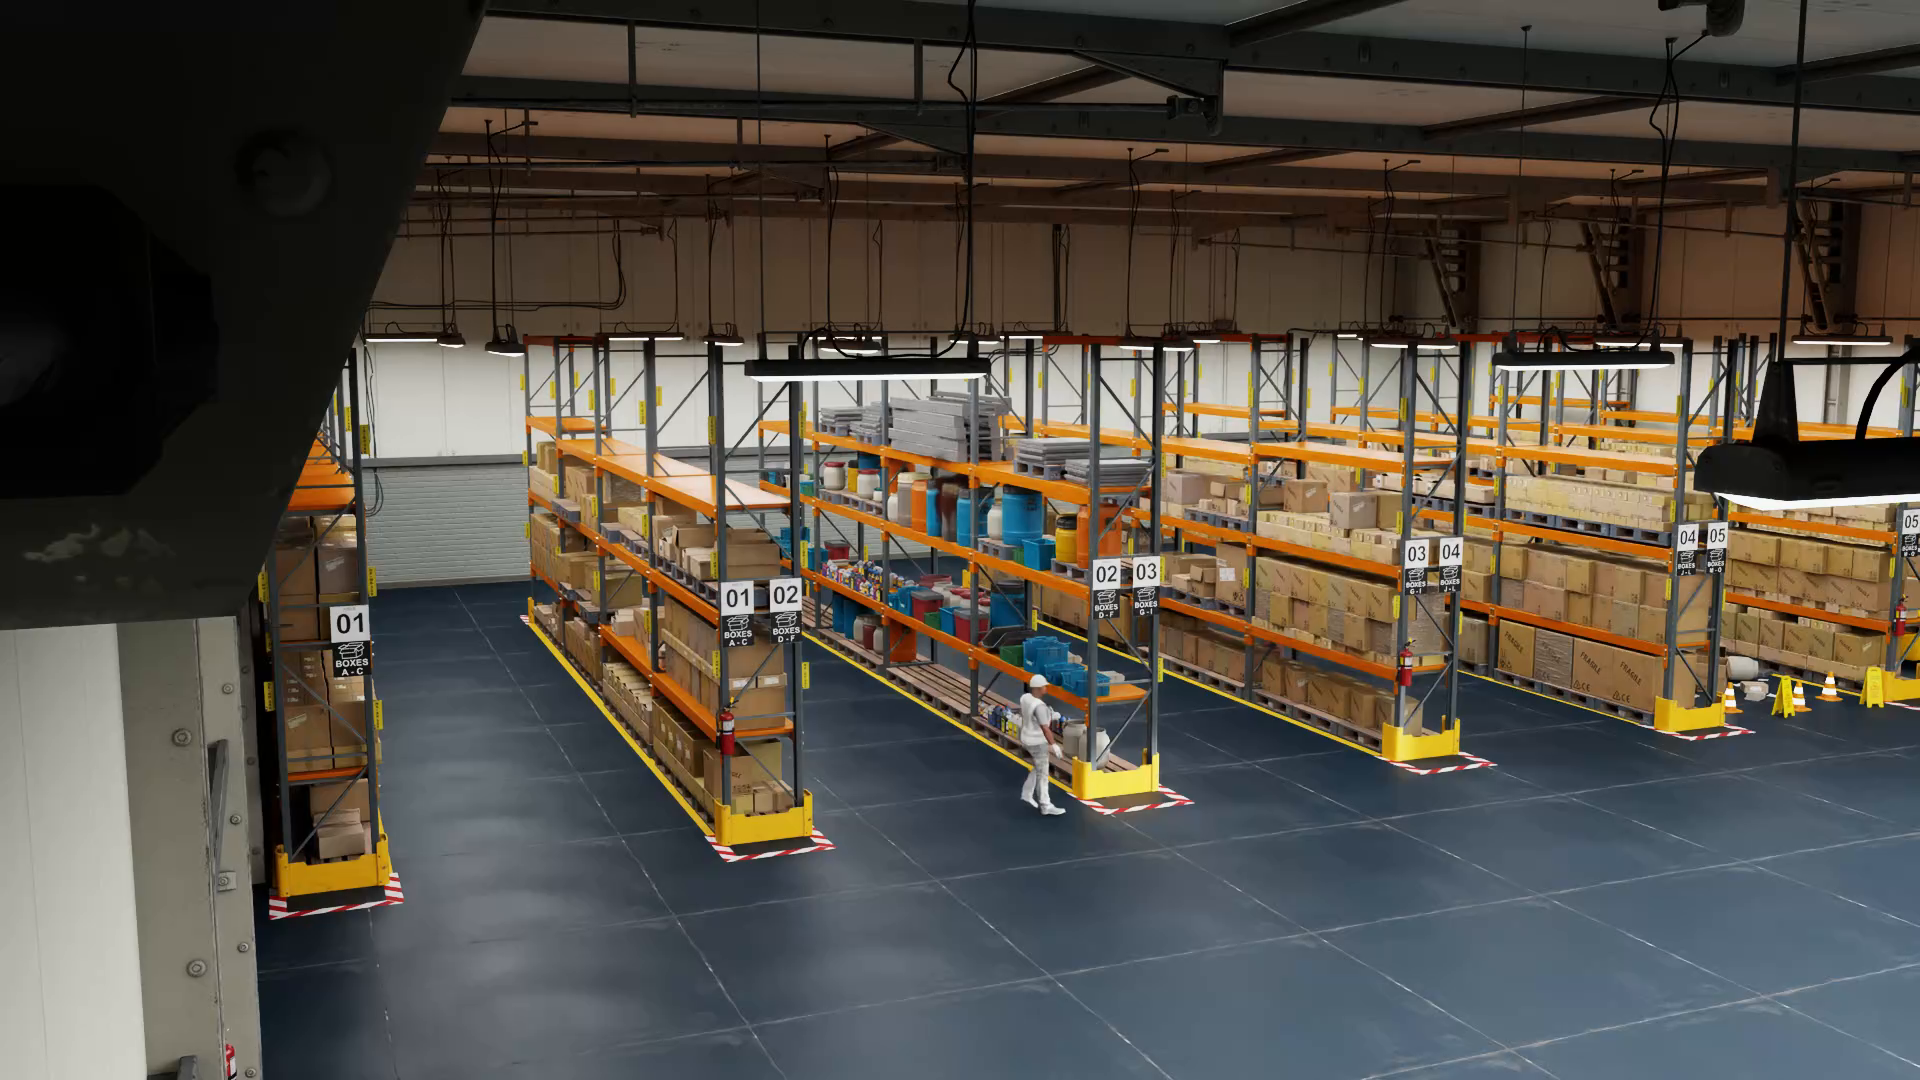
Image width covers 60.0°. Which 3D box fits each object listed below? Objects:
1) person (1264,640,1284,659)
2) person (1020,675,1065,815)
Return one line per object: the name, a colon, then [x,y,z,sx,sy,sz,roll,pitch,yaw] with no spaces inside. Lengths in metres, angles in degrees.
person: [5.753,1.541,30.012,0.496,1.637,0.779,4,8,25]
person: [1.041,2.609,21.365,0.510,1.789,0.724,-2,8,-16]
